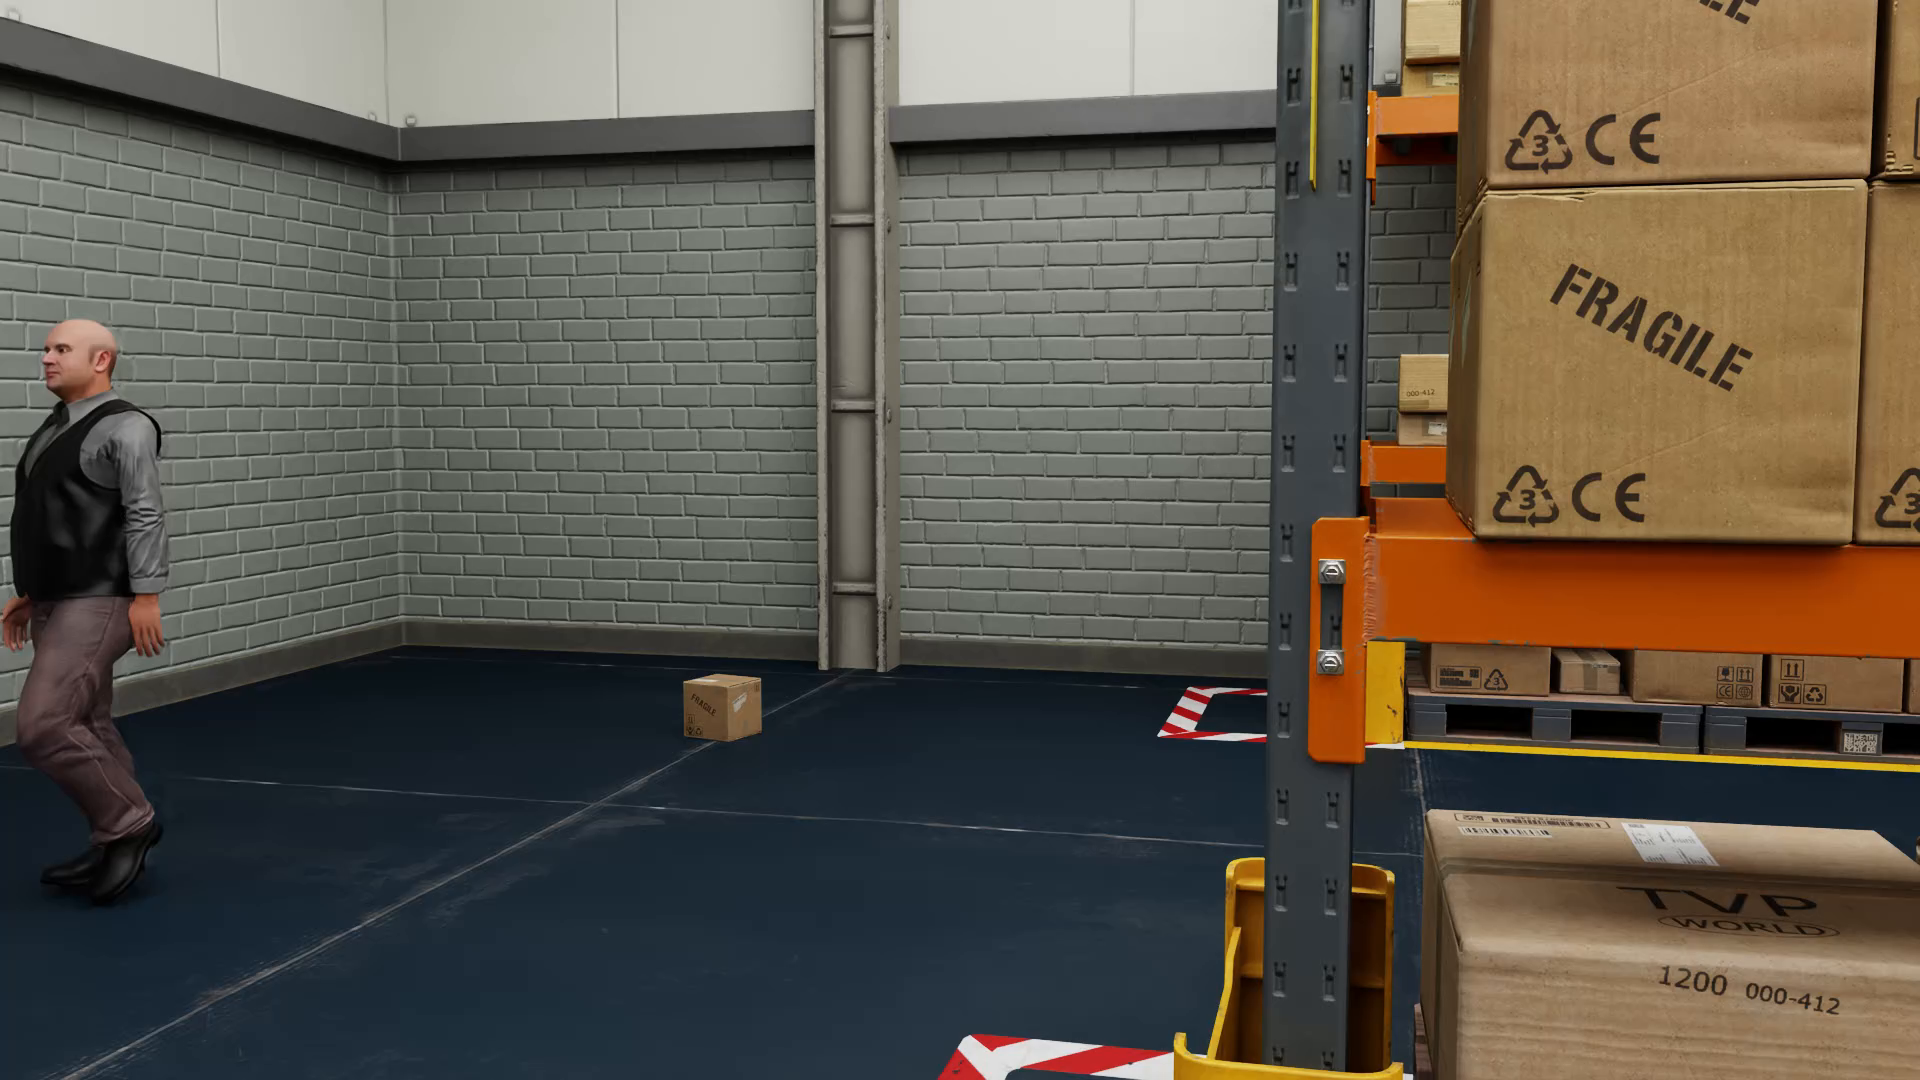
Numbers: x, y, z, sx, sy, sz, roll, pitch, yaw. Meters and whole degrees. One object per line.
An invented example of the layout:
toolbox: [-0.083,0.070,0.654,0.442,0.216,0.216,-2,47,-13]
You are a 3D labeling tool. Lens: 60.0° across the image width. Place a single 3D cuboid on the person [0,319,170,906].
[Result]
person: [-2.663,0.252,4.984,0.550,1.656,0.461,4,6,38]
